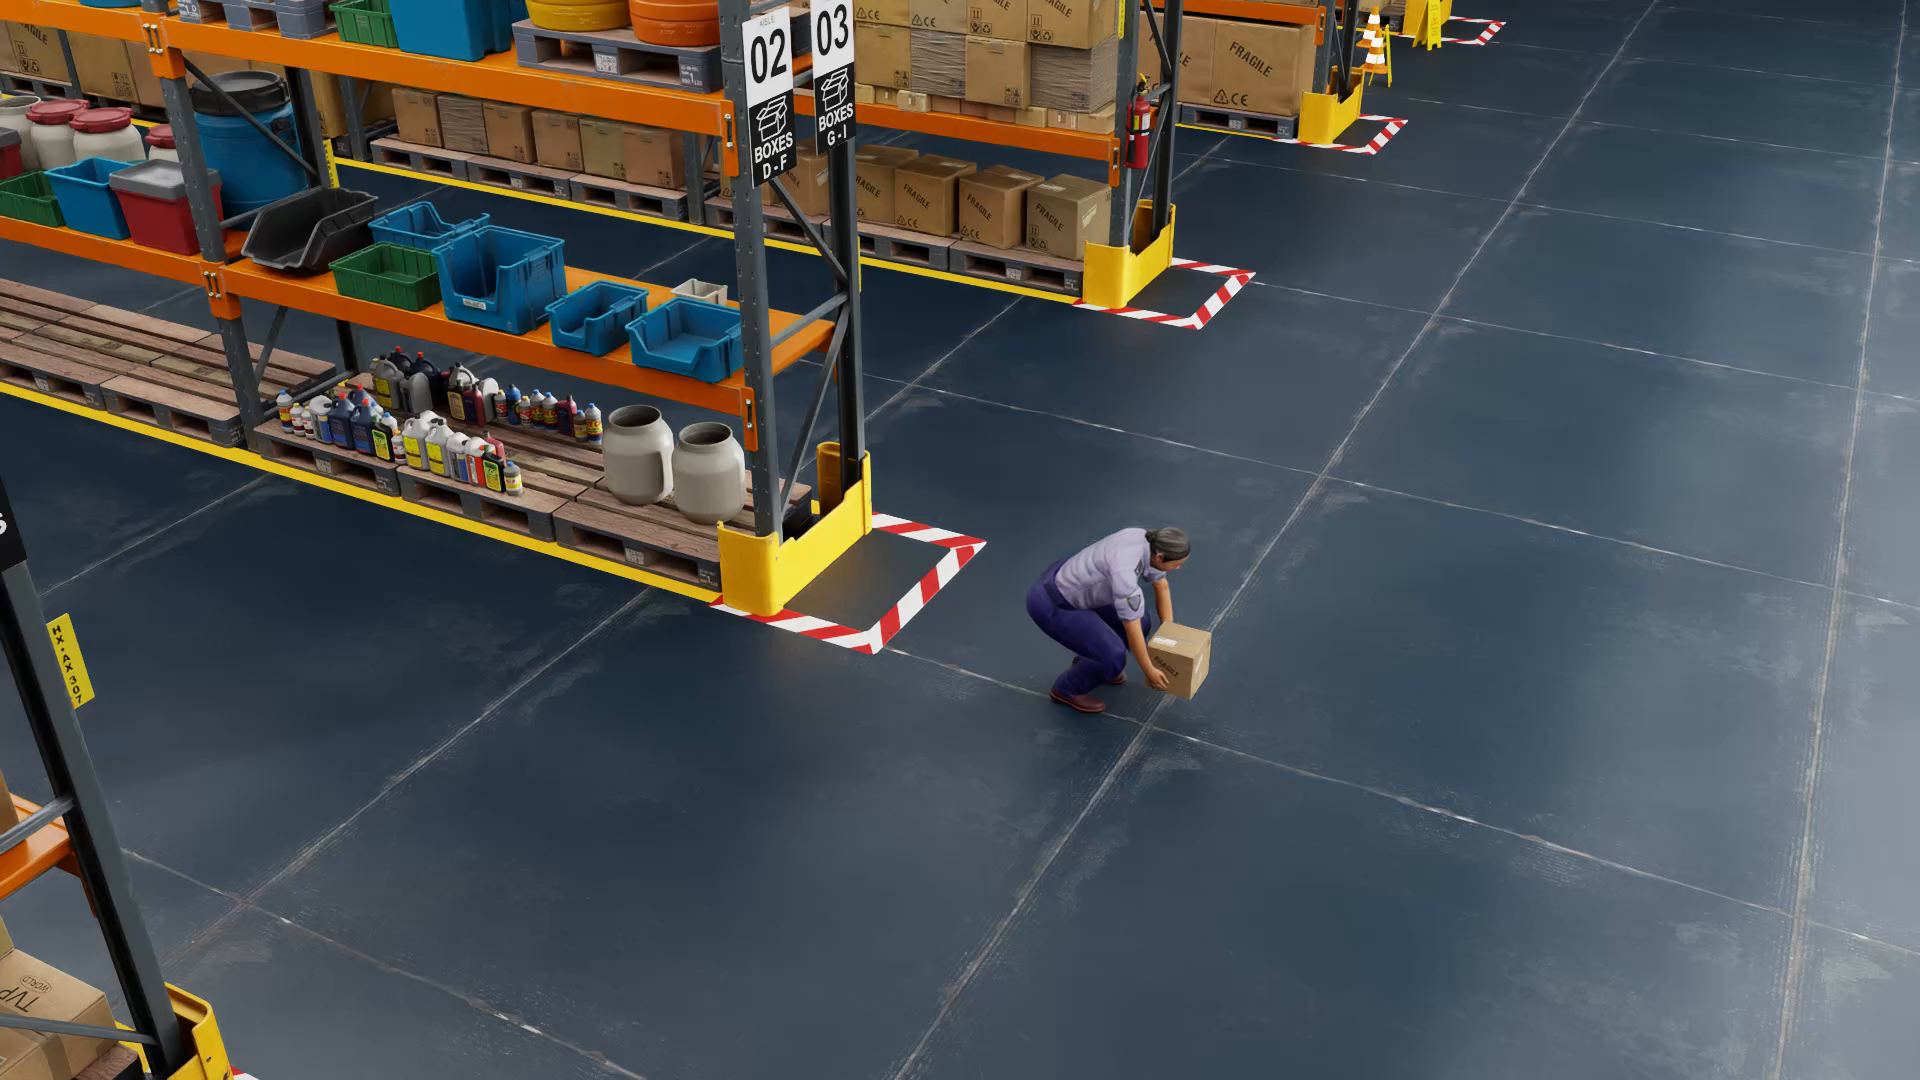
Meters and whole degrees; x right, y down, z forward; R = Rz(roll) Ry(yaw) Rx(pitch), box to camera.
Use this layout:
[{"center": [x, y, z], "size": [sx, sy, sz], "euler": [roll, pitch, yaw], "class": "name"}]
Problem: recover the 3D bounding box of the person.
[{"center": [0.749, 0.340, 8.334], "size": [0.792, 1.033, 0.530], "euler": [14, 33, 23], "class": "person"}]
